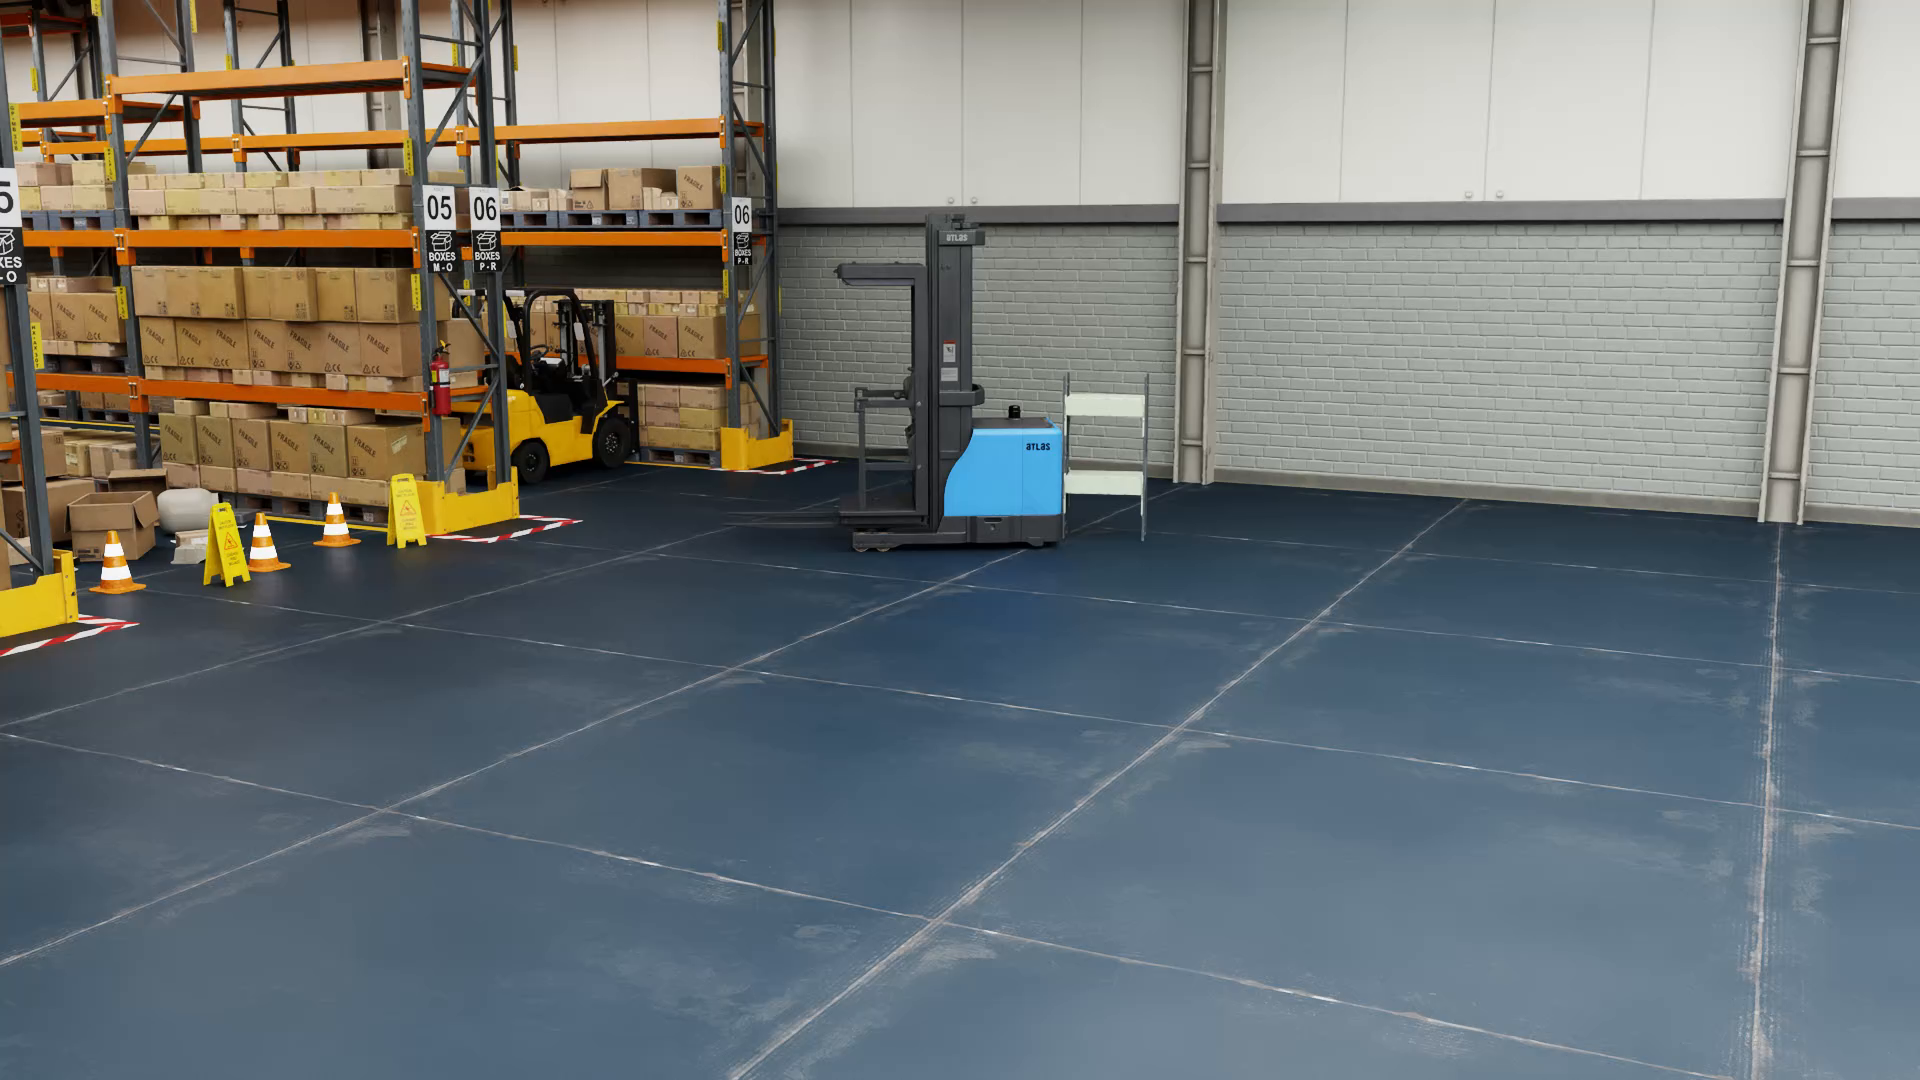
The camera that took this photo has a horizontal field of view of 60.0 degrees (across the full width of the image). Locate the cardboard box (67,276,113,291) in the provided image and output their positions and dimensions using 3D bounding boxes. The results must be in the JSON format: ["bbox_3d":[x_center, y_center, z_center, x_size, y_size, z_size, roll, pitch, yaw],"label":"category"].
[{"bbox_3d":[-9.564,-2.818,18.280,0.250,0.149,0.380,6,12,29],"label":"cardboard box"}]

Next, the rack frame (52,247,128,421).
[{"bbox_3d":[-13.260,-3.357,25.377,0.127,3.000,1.000,5,11,26],"label":"rack frame"}]

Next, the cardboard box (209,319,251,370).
[{"bbox_3d":[-7.103,-1.973,16.610,0.500,0.500,0.500,5,11,25],"label":"cardboard box"}]

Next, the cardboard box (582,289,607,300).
[{"bbox_3d":[-4.510,-3.063,20.816,0.250,0.149,0.380,5,11,26],"label":"cardboard box"}]

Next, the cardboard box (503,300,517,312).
[{"bbox_3d":[-5.684,-3.008,21.344,0.250,0.149,0.380,5,12,27],"label":"cardboard box"}]

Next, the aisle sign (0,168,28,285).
[{"bbox_3d":[-6.595,-2.141,11.360,0.004,0.787,0.394,5,11,26],"label":"aisle sign"}]

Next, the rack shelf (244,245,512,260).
[{"bbox_3d":[-7.880,-4.006,22.561,4.000,0.370,1.077,5,11,26],"label":"rack shelf"}]

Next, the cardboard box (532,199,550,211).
[{"bbox_3d":[-5.129,-4.191,20.804,0.250,0.149,0.380,5,12,28],"label":"cardboard box"}]

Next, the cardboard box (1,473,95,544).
[{"bbox_3d":[-8.230,-0.263,14.911,0.503,0.637,0.797,5,11,26],"label":"cardboard box"}]

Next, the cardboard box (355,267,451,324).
[{"bbox_3d":[-5.247,-2.311,15.675,0.500,0.500,0.700,5,11,24],"label":"cardboard box"}]

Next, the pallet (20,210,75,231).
[{"bbox_3d":[-9.717,-3.464,18.073,1.003,0.211,1.213,5,11,26],"label":"pallet"}]

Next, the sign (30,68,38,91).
[{"bbox_3d":[-13.517,-6.723,24.281,0.005,0.325,0.100,5,11,26],"label":"sign"}]

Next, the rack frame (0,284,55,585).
[{"bbox_3d":[-6.792,-0.820,11.358,0.127,3.000,1.000,5,11,26],"label":"rack frame"}]

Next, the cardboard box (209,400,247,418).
[{"bbox_3d":[-7.322,-1.326,16.770,0.250,0.149,0.380,6,12,28],"label":"cardboard box"}]

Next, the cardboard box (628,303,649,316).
[{"bbox_3d":[-3.859,-2.843,20.433,0.250,0.149,0.380,5,11,24],"label":"cardboard box"}]

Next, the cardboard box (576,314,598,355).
[{"bbox_3d":[-4.433,-2.578,20.791,0.500,0.500,0.500,5,11,26],"label":"cardboard box"}]

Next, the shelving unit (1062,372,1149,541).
[{"bbox_3d":[1.339,-0.774,15.315,0.755,1.500,0.431,2,10,9],"label":"shelving unit"}]

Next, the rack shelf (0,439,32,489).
[{"bbox_3d":[-8.585,-0.624,12.293,4.000,0.370,1.077,5,11,26],"label":"rack shelf"}]

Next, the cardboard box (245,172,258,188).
[{"bbox_3d":[-6.710,-3.492,16.167,0.250,0.149,0.380,5,12,27],"label":"cardboard box"}]

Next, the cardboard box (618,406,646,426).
[{"bbox_3d":[-3.991,-1.578,20.685,0.500,0.250,0.500,5,11,25],"label":"cardboard box"}]

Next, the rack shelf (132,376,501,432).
[{"bbox_3d":[-6.485,-1.422,16.705,4.000,0.370,1.077,5,11,26],"label":"rack shelf"}]

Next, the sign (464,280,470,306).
[{"bbox_3d":[-6.317,-3.170,21.314,0.005,0.325,0.100,5,11,26],"label":"sign"}]

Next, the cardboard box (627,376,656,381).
[{"bbox_3d":[-4.196,-1.947,21.317,0.500,0.250,0.500,5,11,25],"label":"cardboard box"}]

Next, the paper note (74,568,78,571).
[{"bbox_3d":[-7.409,0.250,13.785,0.144,0.017,0.142,-10,14,-43],"label":"paper note"}]

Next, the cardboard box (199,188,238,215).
[{"bbox_3d":[-7.096,-3.323,16.352,0.500,0.250,0.500,5,11,26],"label":"cardboard box"}]

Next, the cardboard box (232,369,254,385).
[{"bbox_3d":[-6.995,-1.632,16.548,0.250,0.149,0.380,5,11,26],"label":"cardboard box"}]

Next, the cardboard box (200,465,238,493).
[{"bbox_3d":[-7.386,-0.657,17.001,0.500,0.250,0.500,6,12,29],"label":"cardboard box"}]

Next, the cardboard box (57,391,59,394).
[{"bbox_3d":[-14.137,-2.285,26.278,0.250,0.149,0.380,5,11,25],"label":"cardboard box"}]

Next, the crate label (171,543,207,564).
[{"bbox_3d":[-6.567,0.114,14.234,0.298,0.136,0.250,-1,10,-4],"label":"crate label"}]

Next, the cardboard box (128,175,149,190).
[{"bbox_3d":[-8.141,-3.601,16.771,0.250,0.149,0.380,5,11,25],"label":"cardboard box"}]

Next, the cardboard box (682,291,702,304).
[{"bbox_3d":[-3.148,-2.935,20.109,0.250,0.149,0.380,5,11,26],"label":"cardboard box"}]

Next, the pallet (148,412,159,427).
[{"bbox_3d":[-11.416,-1.831,24.774,1.213,0.211,1.003,5,11,26],"label":"pallet"}]

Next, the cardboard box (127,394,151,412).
[{"bbox_3d":[-11.999,-2.179,24.708,0.500,0.500,0.500,5,11,24],"label":"cardboard box"}]

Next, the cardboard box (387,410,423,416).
[{"bbox_3d":[-7.251,-1.867,22.629,0.625,0.625,0.875,5,11,25],"label":"cardboard box"}]

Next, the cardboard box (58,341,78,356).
[{"bbox_3d":[-9.338,-2.051,17.688,0.250,0.149,0.380,5,11,25],"label":"cardboard box"}]

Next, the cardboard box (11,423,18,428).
[{"bbox_3d":[-11.364,-1.116,19.195,0.625,0.372,0.950,4,11,22],"label":"cardboard box"}]

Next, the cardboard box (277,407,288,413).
[{"bbox_3d":[-7.173,-1.113,17.412,0.500,0.500,0.500,5,12,27],"label":"cardboard box"}]

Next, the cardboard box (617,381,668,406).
[{"bbox_3d":[-3.967,-1.821,20.624,0.500,0.250,0.500,5,11,27],"label":"cardboard box"}]

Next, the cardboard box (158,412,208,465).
[{"bbox_3d":[-7.869,-1.067,17.157,0.500,0.500,0.500,6,12,29],"label":"cardboard box"}]

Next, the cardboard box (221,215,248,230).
[{"bbox_3d":[-6.991,-3.107,16.276,0.250,0.149,0.380,5,11,25],"label":"cardboard box"}]

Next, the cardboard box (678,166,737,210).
[{"bbox_3d":[-3.004,-4.189,19.807,0.500,0.500,0.500,5,12,28],"label":"cardboard box"}]

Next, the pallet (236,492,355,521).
[{"bbox_3d":[-6.563,-0.418,16.969,1.213,0.211,1.003,5,11,26],"label":"pallet"}]

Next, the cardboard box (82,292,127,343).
[{"bbox_3d":[-8.795,-2.336,17.437,0.500,0.500,0.500,5,11,25],"label":"cardboard box"}]

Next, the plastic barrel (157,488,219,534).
[{"bbox_3d":[-7.214,-0.272,15.563,0.512,0.421,0.421,-4,11,-23],"label":"plastic barrel"}]

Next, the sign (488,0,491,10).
[{"bbox_3d":[-4.452,-5.156,15.624,0.005,0.325,0.100,5,11,26],"label":"sign"}]

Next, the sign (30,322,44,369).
[{"bbox_3d":[-6.541,-1.373,11.761,0.005,0.325,0.100,5,11,26],"label":"sign"}]

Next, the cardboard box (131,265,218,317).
[{"bbox_3d":[-7.980,-2.552,17.004,0.500,0.500,0.700,5,11,25],"label":"cardboard box"}]

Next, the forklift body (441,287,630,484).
[{"bbox_3d":[-5.007,-1.852,19.443,1.214,2.155,2.313,5,11,26],"label":"forklift body"}]

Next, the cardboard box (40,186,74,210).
[{"bbox_3d":[-9.319,-3.606,17.572,0.500,0.250,0.500,5,11,27],"label":"cardboard box"}]

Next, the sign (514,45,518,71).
[{"bbox_3d":[-5.819,-6.303,21.741,0.005,0.325,0.100,5,11,26],"label":"sign"}]

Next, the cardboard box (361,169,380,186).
[{"bbox_3d":[-5.340,-3.369,15.487,0.250,0.149,0.380,5,12,27],"label":"cardboard box"}]

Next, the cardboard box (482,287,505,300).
[{"bbox_3d":[-5.932,-3.169,21.400,0.250,0.149,0.380,5,12,27],"label":"cardboard box"}]

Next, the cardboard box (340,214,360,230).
[{"bbox_3d":[-5.597,-2.995,15.659,0.250,0.149,0.380,5,12,28],"label":"cardboard box"}]

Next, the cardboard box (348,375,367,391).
[{"bbox_3d":[-5.619,-1.516,15.909,0.250,0.149,0.380,5,11,25],"label":"cardboard box"}]

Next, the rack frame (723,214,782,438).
[{"bbox_3d":[-2.499,-2.412,20.152,0.127,3.000,1.000,5,11,26],"label":"rack frame"}]

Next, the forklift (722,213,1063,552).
[{"bbox_3d":[-0.622,-1.436,14.954,3.031,2.935,1.130,-1,10,-3],"label":"forklift"}]

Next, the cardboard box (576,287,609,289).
[{"bbox_3d":[-4.740,-3.186,21.494,0.250,0.149,0.380,5,11,25],"label":"cardboard box"}]
